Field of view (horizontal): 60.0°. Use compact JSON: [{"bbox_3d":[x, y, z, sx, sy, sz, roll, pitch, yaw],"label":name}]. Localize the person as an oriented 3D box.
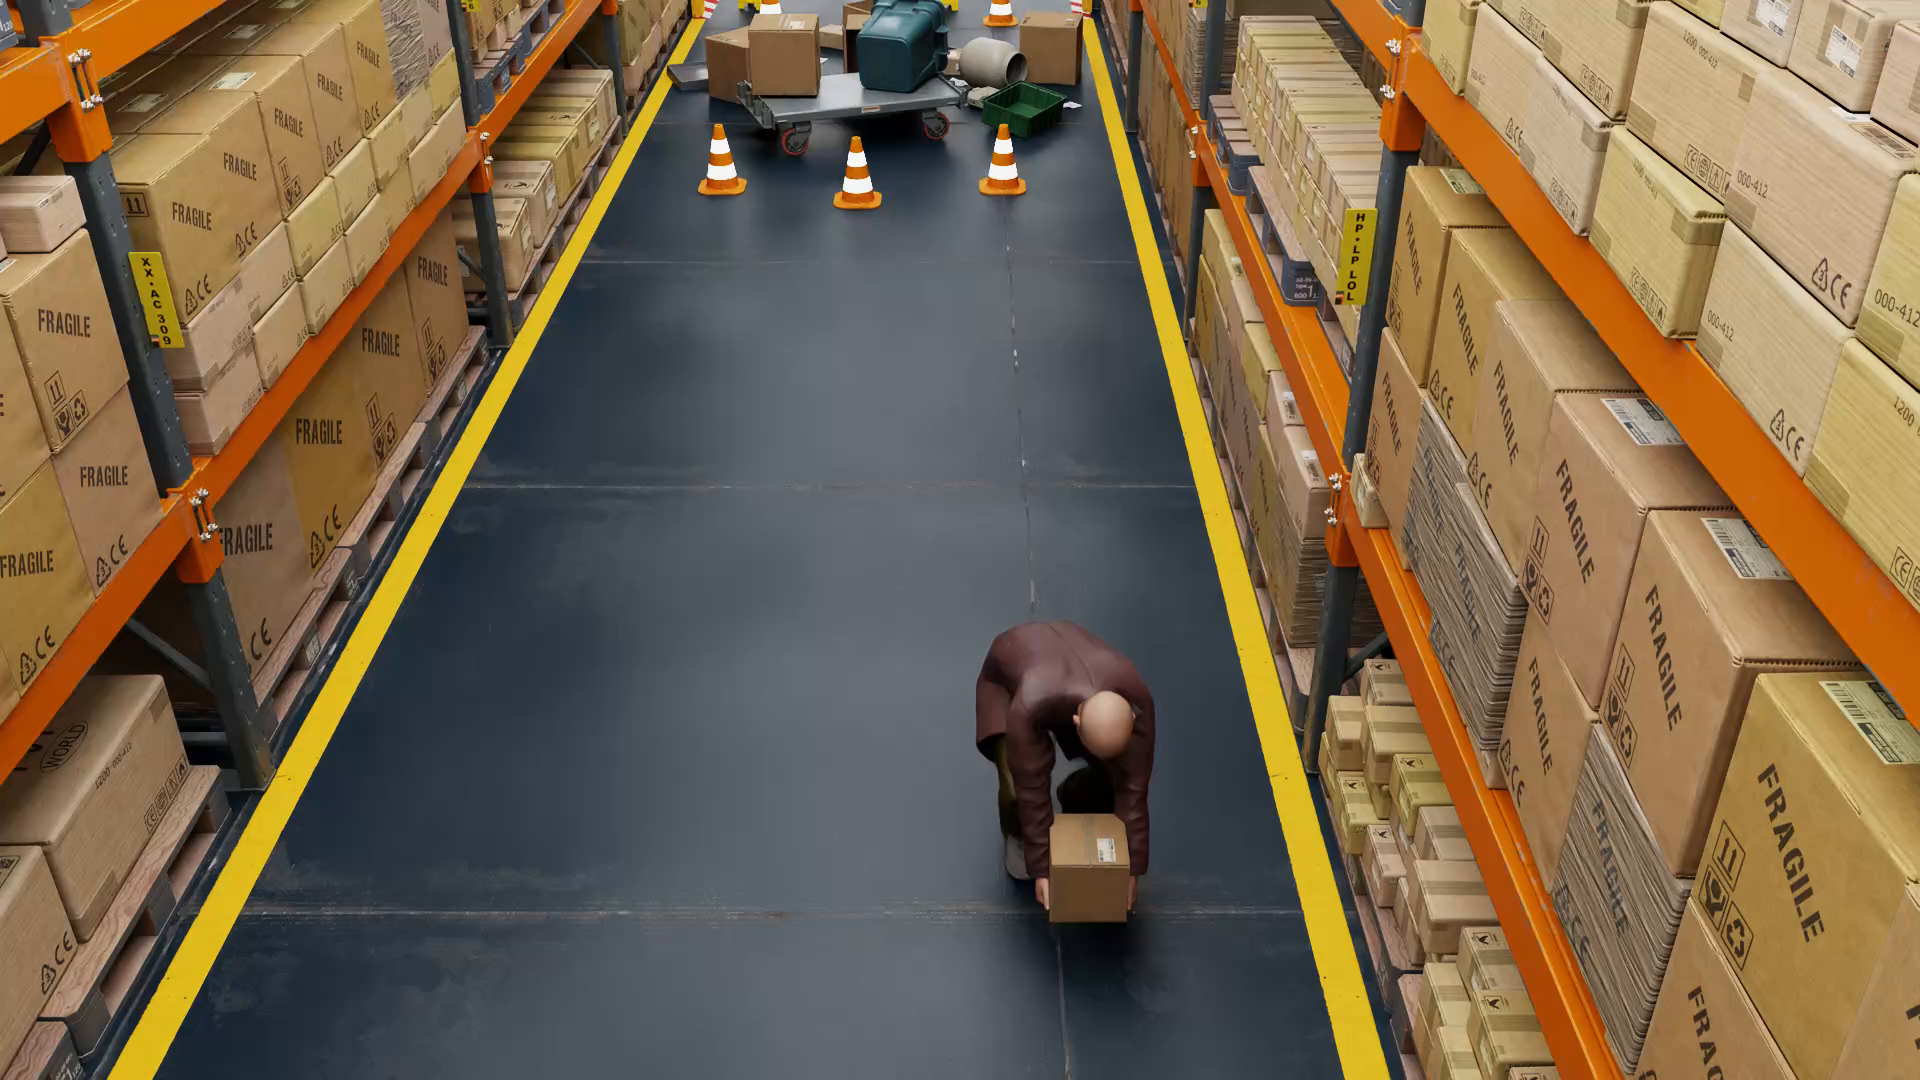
[{"bbox_3d":[0.362,0.747,5.665,0.588,0.998,0.974,-7,32,-11],"label":"person"}]
